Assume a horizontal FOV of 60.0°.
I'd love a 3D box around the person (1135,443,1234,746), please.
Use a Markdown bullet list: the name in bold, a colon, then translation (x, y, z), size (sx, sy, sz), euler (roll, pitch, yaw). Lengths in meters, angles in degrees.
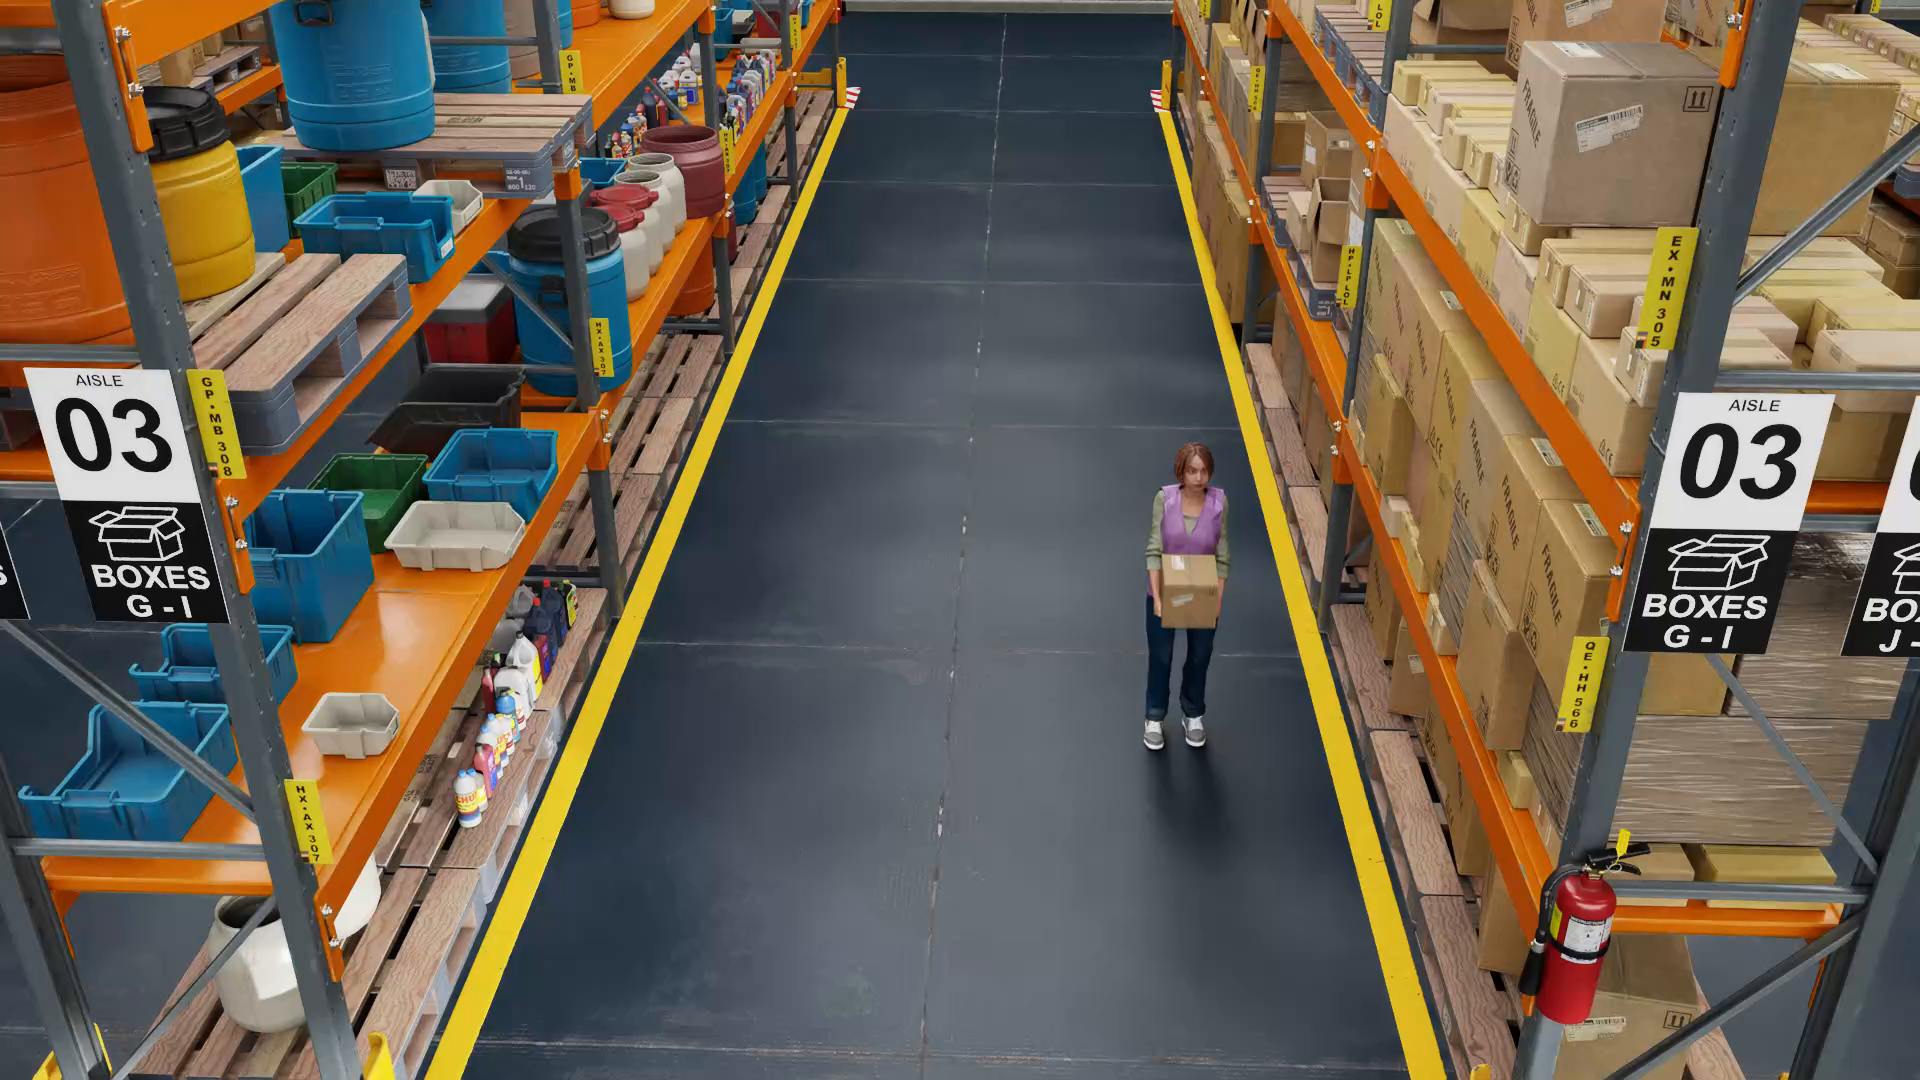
- **person**: translation (1.092, 0.293, 8.081), size (0.443, 1.603, 0.436), euler (1, 28, 2)
